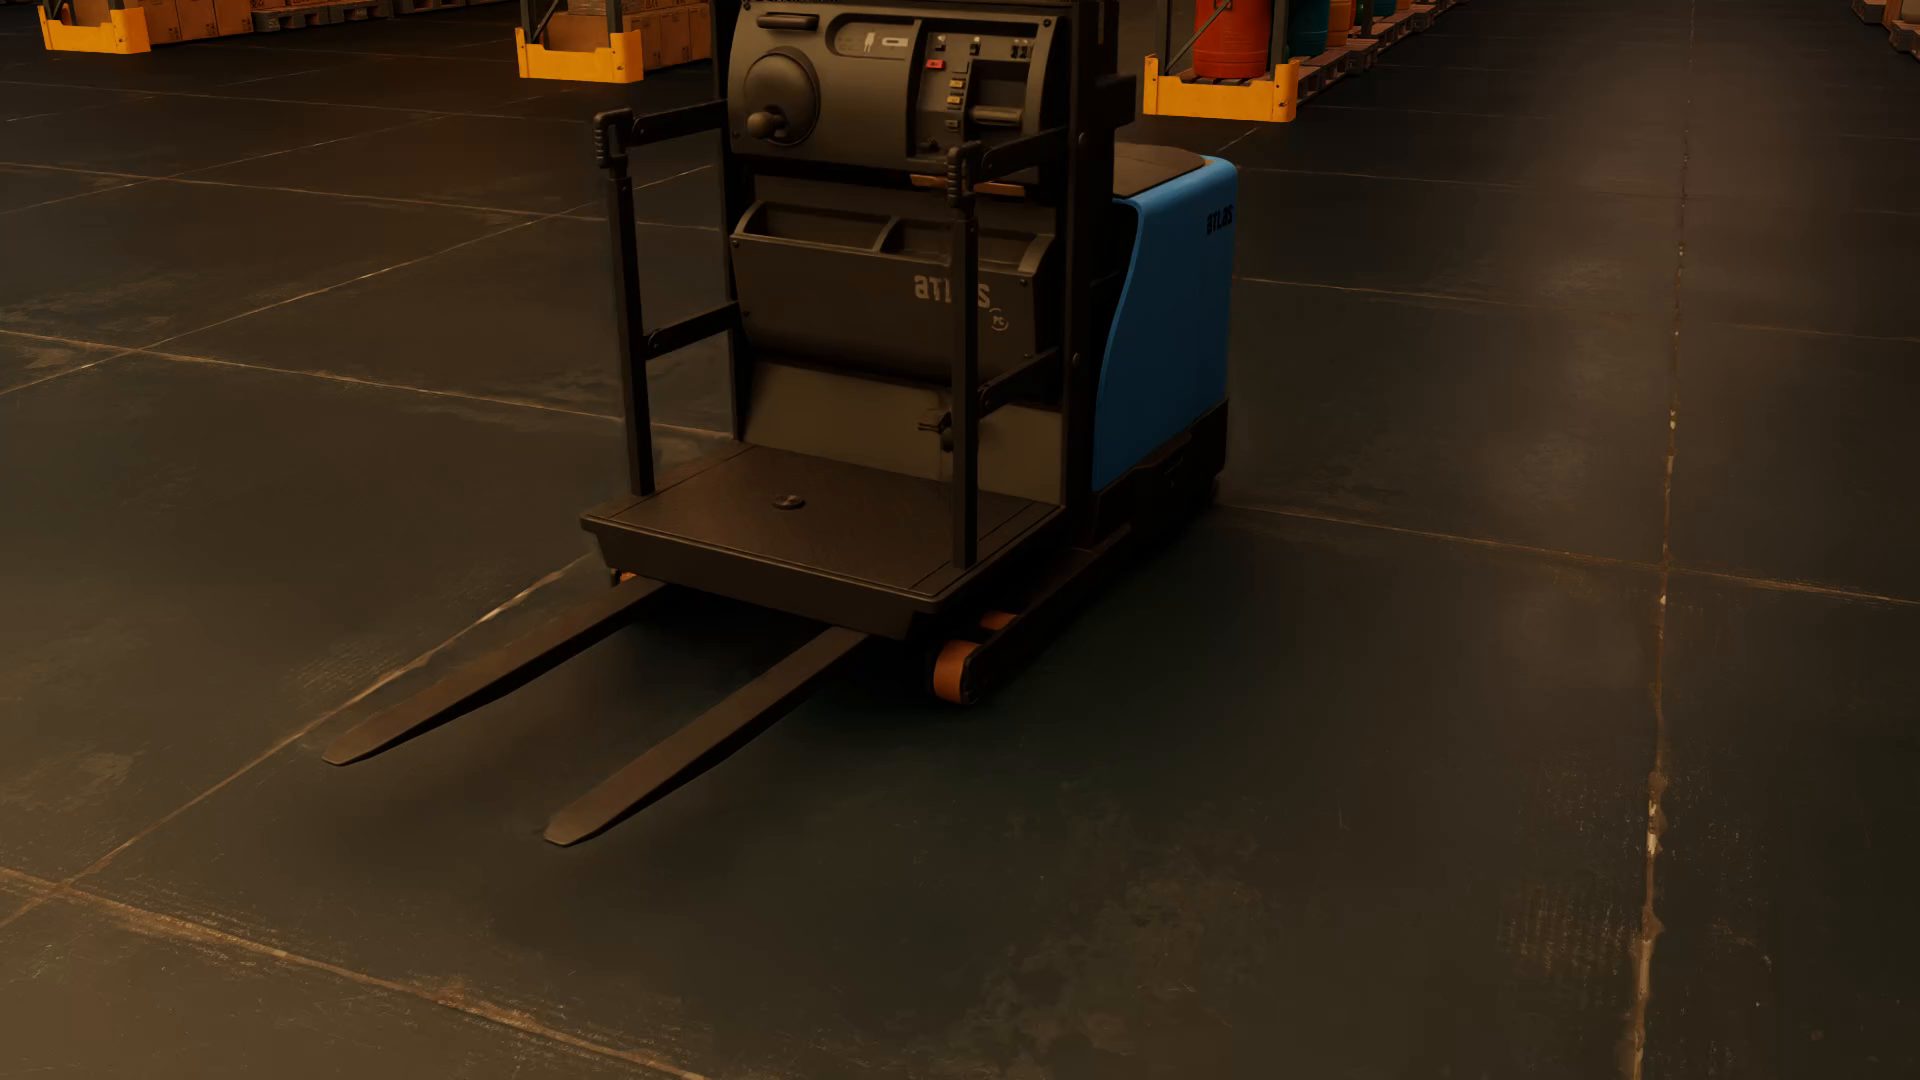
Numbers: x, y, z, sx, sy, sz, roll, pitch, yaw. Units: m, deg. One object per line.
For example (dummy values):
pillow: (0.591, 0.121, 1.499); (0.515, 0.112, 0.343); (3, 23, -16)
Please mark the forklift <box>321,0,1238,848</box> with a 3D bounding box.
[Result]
forklift: (-0.290, -1.141, 4.023); (1.130, 2.935, 3.031); (12, 26, 27)
